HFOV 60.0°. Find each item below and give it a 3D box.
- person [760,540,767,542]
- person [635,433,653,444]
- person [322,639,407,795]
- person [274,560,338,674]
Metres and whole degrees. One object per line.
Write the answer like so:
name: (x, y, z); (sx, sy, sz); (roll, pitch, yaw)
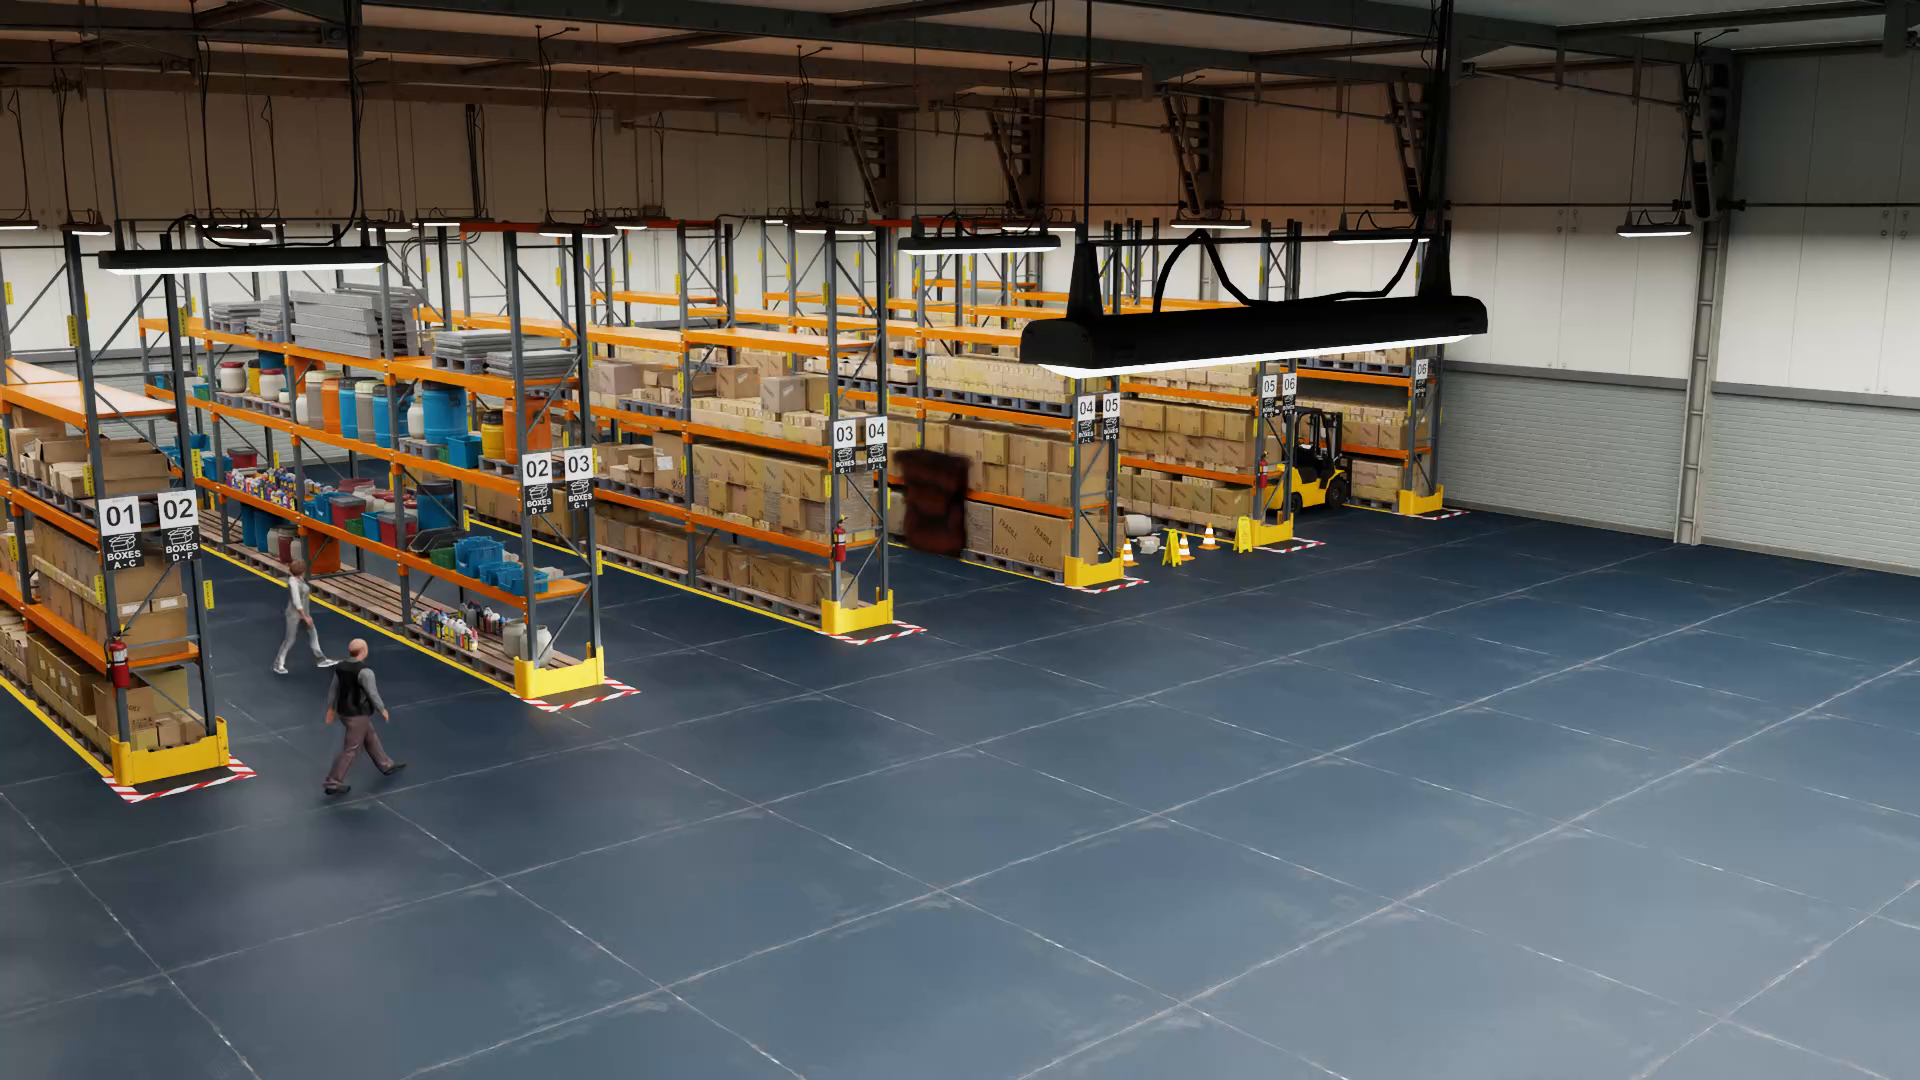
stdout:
person: (-3.354, -0.718, 29.801); (0.424, 1.623, 0.975); (-9, 15, -38)
person: (-7.984, -2.973, 42.192); (0.636, 1.736, 1.094); (9, 14, 37)
person: (-6.528, 1.885, 18.209); (1.054, 1.654, 0.559); (-10, 15, -42)
person: (-9.044, 1.028, 22.816); (0.769, 1.555, 0.515); (0, 11, -1)
